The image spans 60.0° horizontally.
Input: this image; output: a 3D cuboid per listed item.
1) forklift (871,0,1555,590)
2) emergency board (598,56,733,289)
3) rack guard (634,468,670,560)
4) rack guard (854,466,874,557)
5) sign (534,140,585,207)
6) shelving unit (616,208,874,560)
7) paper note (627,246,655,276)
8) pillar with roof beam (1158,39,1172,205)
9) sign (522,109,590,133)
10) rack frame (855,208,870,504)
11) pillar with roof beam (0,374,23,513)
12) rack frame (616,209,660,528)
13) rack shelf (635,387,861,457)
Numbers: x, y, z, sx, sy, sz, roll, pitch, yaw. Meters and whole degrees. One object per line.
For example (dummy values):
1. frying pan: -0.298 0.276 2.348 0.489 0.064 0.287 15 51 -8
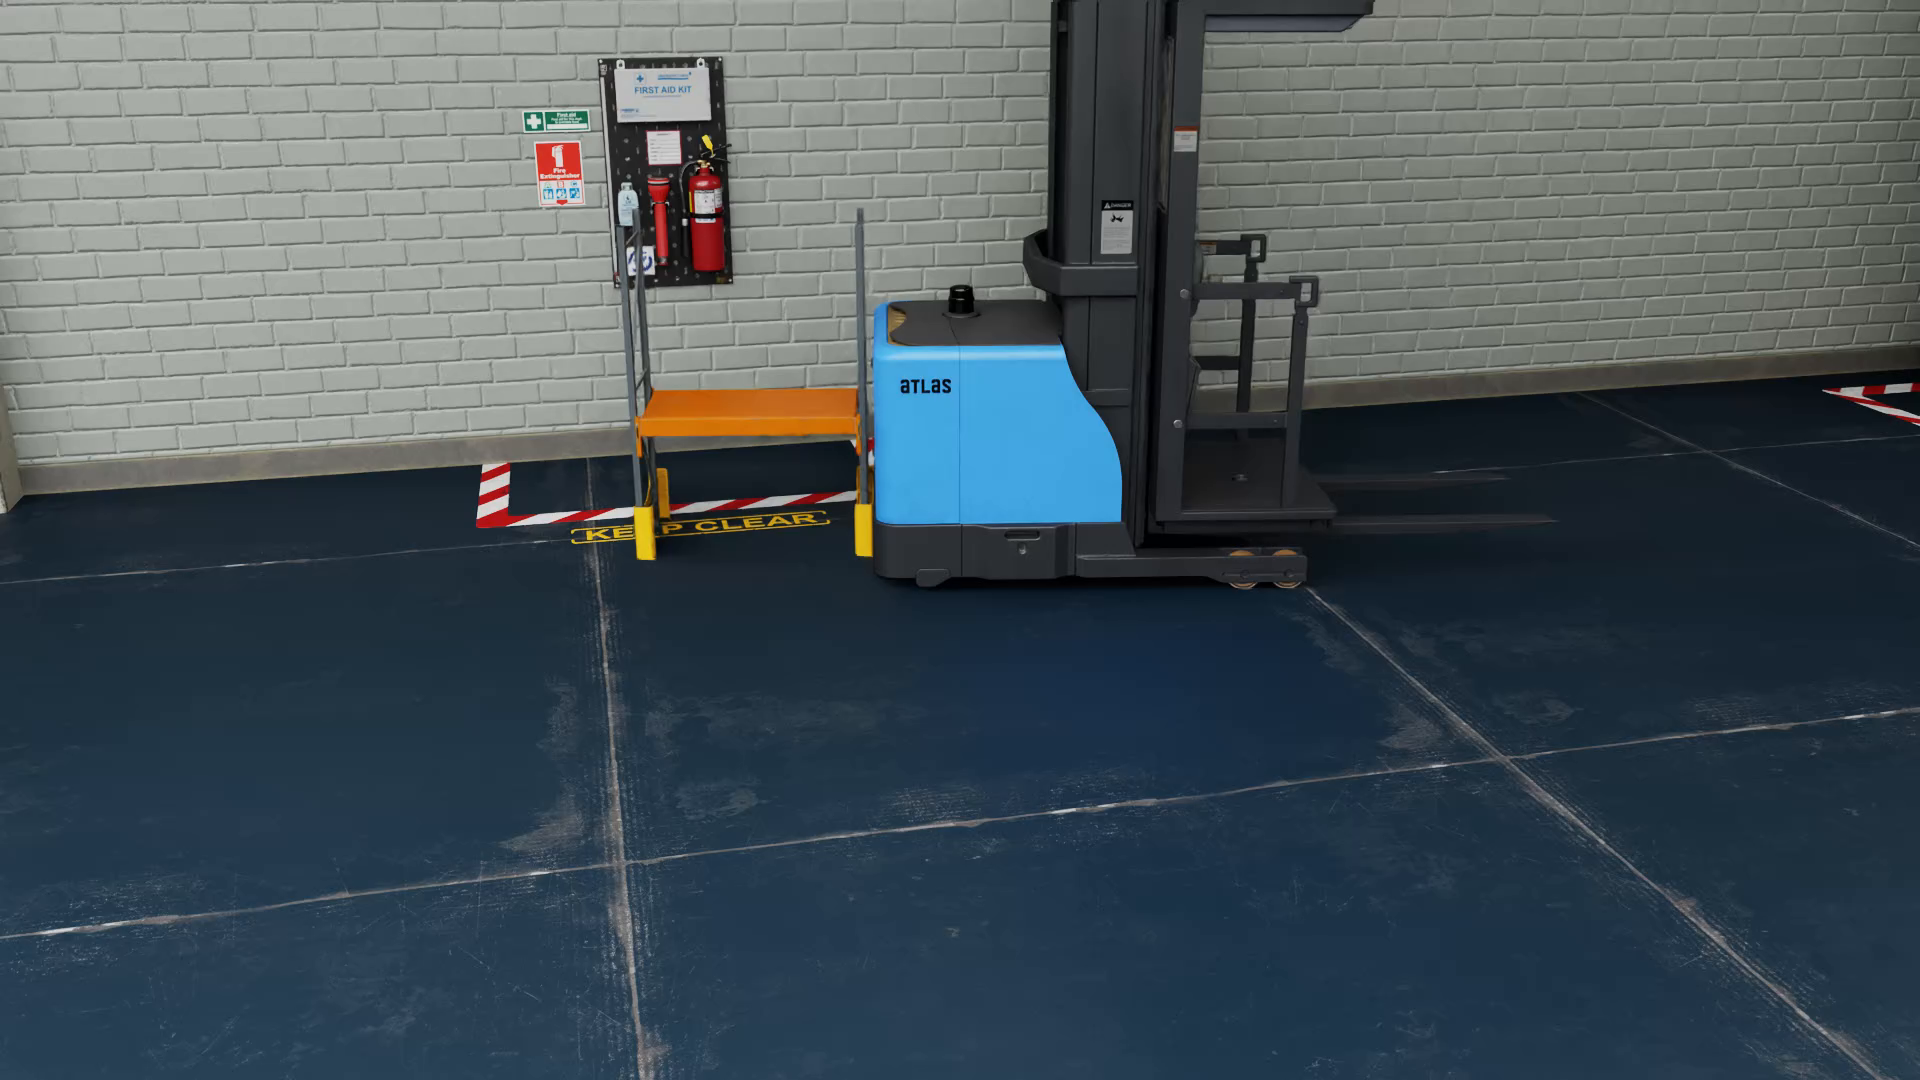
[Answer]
1. forklift: 1.121 -1.344 7.221 3.031 2.935 1.130 -1 20 -2
2. emergency board: -1.491 -1.871 8.562 0.643 1.169 0.194 -5 21 -12
3. rack guard: -1.442 -0.128 7.802 0.087 0.250 0.587 -1 20 -2
4. rack guard: -0.447 -0.142 7.839 0.087 0.250 0.587 -1 20 -2
5. sign: -2.053 -1.879 8.531 0.234 0.329 0.001 -5 21 -12
6. shelving unit: -0.945 -0.722 7.605 1.083 1.500 0.587 -1 20 -2
7. paper note: -1.680 -1.467 8.739 0.142 0.148 0.016 -5 21 -12
8. pillar with roof beam: 1.913 -3.430 4.096 0.400 9.000 9.100 -5 21 -12
9. sign: -2.047 -2.125 8.433 0.331 0.109 0.001 -5 21 -12
10. rack frame: -0.446 -0.729 7.624 0.032 1.500 0.500 -1 20 -2
11. pillar with roof beam: -3.926 -2.955 2.799 0.400 9.000 9.100 -5 21 -12
12. rack frame: -1.462 -0.715 7.586 0.032 1.500 0.500 -1 20 -2
13. rack shelf: -0.954 -0.553 7.667 1.000 0.185 0.538 -1 20 -2
